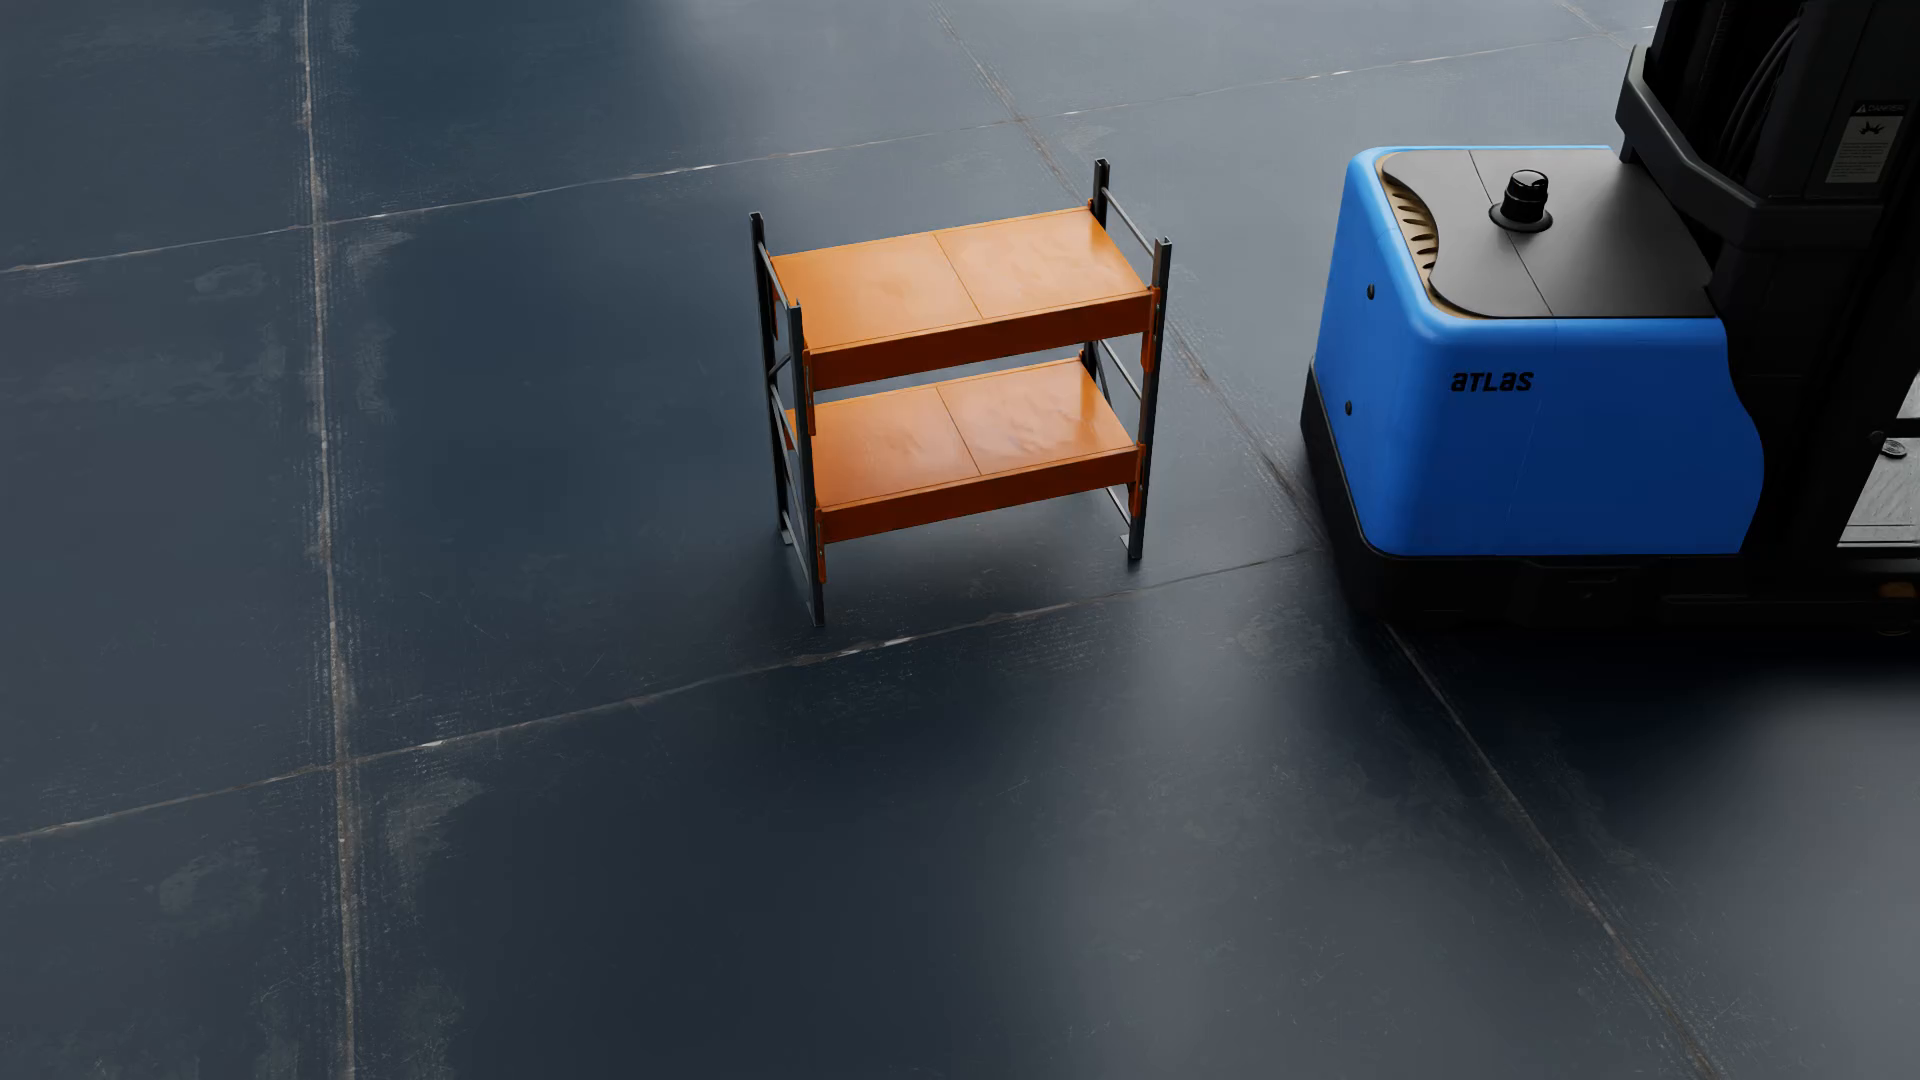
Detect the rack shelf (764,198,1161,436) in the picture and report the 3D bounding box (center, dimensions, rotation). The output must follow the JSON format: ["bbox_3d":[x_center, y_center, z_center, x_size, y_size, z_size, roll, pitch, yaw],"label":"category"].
[{"bbox_3d":[-0.006,-0.643,4.686,1.000,0.278,0.538,-12,42,-13],"label":"rack shelf"}]

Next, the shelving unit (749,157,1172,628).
[{"bbox_3d":[-0.006,-0.422,4.878,1.048,1.125,0.538,-12,42,-13],"label":"shelving unit"}]

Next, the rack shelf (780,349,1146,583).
[{"bbox_3d":[-0.006,-0.238,5.039,1.000,0.278,0.538,-12,42,-13],"label":"rack shelf"}]

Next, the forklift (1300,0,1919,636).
[{"bbox_3d":[2.662,-1.171,4.362,3.031,2.935,1.130,-1,41,-1],"label":"forklift"}]

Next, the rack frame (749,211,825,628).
[{"bbox_3d":[-0.491,-0.322,4.763,0.032,1.125,0.500,-12,42,-13],"label":"rack frame"}]

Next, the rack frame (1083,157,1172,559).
[{"bbox_3d":[0.478,-0.523,4.993,0.032,1.125,0.500,-12,42,-13],"label":"rack frame"}]
